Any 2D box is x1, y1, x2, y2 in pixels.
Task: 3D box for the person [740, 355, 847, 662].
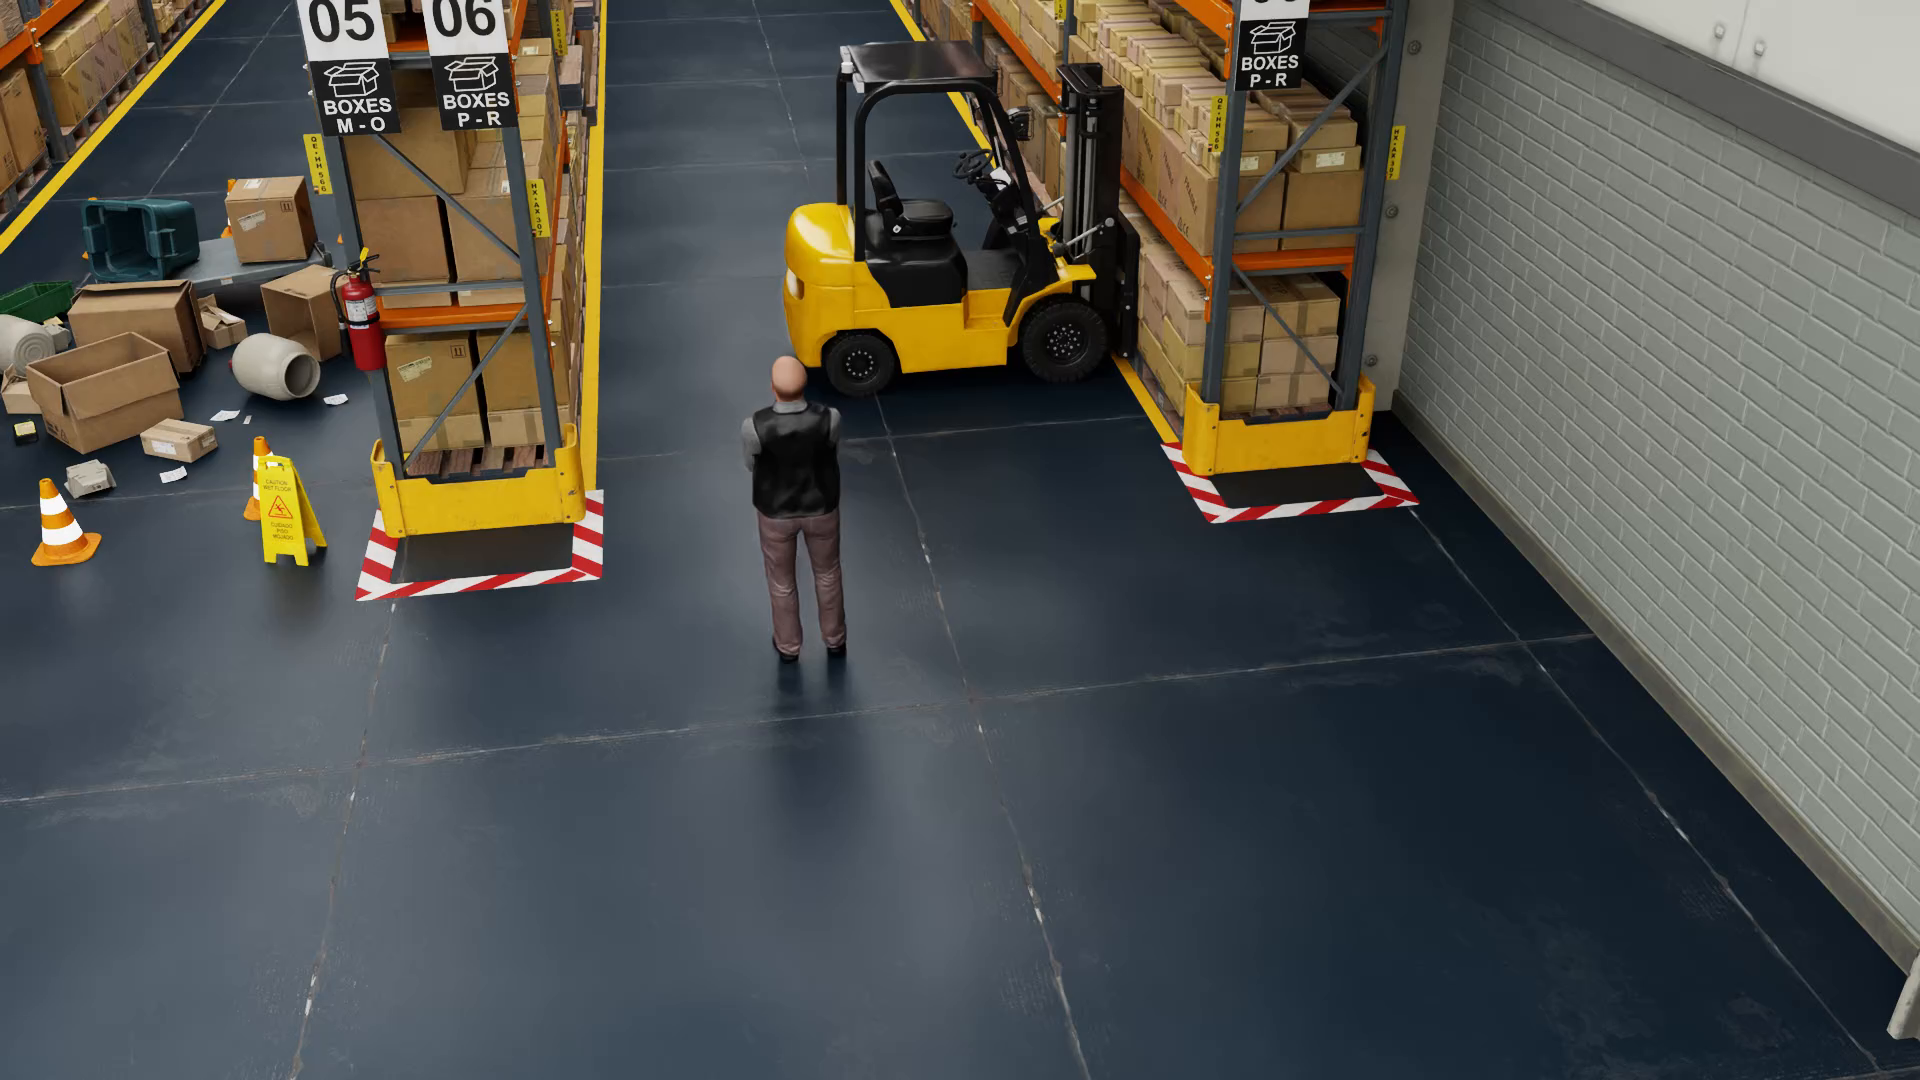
[{"bbox_3d":[-0.852,-0.199,8.500,0.504,1.722,0.548,-7,31,-11],"label":"person"}]
